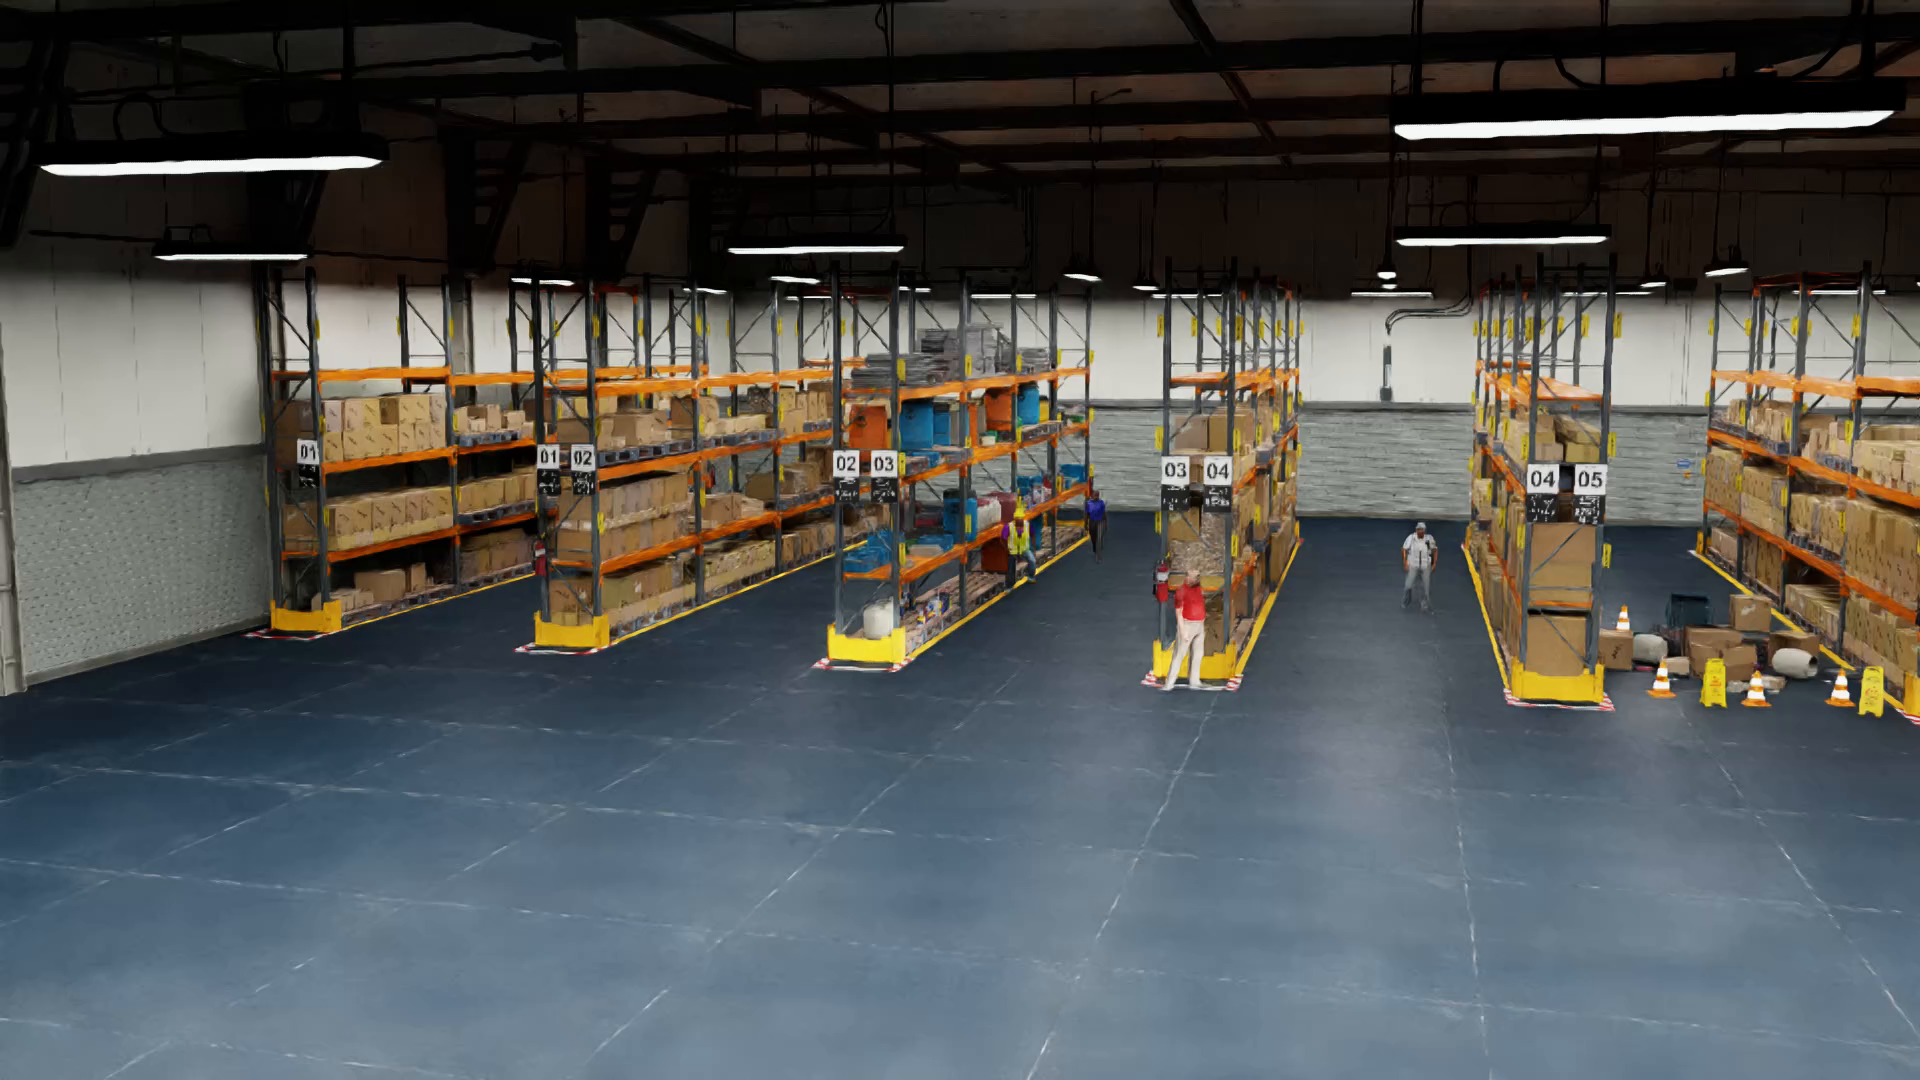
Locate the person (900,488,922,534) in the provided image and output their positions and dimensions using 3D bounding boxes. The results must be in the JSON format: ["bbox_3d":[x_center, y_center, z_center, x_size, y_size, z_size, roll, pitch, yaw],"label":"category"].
[{"bbox_3d":[-1.071,-0.252,34.661,0.588,1.700,1.193,2,7,12],"label":"person"}]

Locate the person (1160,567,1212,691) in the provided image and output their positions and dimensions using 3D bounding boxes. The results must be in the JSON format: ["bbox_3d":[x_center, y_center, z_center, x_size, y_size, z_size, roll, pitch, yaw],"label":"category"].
[{"bbox_3d":[3.123,1.234,23.025,0.731,1.728,0.465,-6,9,-40],"label":"person"}]

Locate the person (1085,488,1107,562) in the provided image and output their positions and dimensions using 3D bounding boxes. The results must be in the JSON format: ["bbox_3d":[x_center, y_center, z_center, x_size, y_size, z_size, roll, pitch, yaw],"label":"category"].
[{"bbox_3d":[2.921,-0.343,35.883,0.447,1.574,1.088,2,8,17],"label":"person"}]

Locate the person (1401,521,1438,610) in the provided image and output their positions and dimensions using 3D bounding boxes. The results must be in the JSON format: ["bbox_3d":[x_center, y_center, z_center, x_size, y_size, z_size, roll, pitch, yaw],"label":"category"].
[{"bbox_3d":[8.184,0.458,29.644,0.625,1.611,0.582,2,7,12],"label":"person"}]

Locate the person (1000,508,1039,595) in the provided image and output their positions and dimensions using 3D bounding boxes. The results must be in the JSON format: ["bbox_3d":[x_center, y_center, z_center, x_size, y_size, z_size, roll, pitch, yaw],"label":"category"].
[{"bbox_3d":[1.087,0.227,30.974,0.708,1.683,0.858,0,7,-2],"label":"person"}]
